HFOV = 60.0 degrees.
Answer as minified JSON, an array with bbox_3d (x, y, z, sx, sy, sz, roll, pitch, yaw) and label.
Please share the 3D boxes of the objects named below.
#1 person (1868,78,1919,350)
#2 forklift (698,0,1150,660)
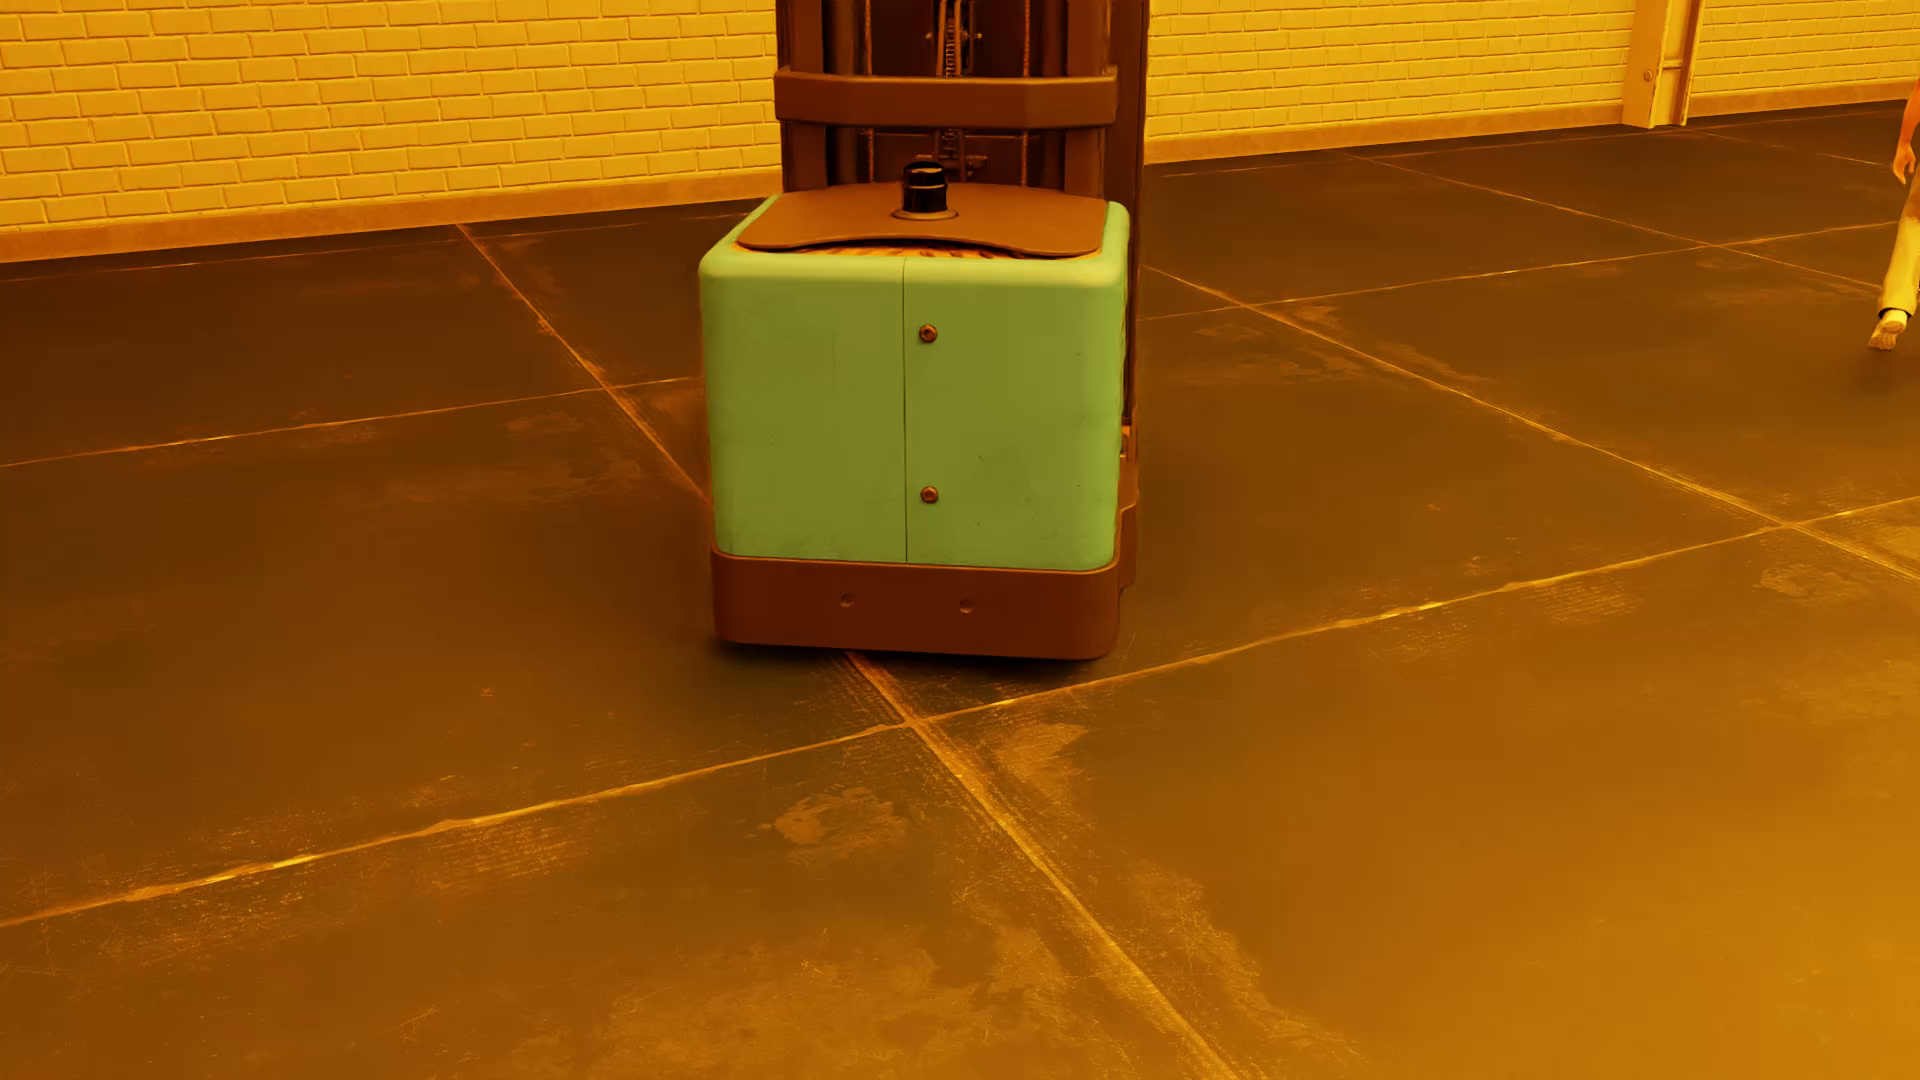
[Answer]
[{"bbox_3d":[4.028,-1.507,6.602,0.549,1.665,0.475,16,27,34],"label":"person"},{"bbox_3d":[0.034,-1.579,5.087,1.130,2.935,3.031,2,23,6],"label":"forklift"}]
